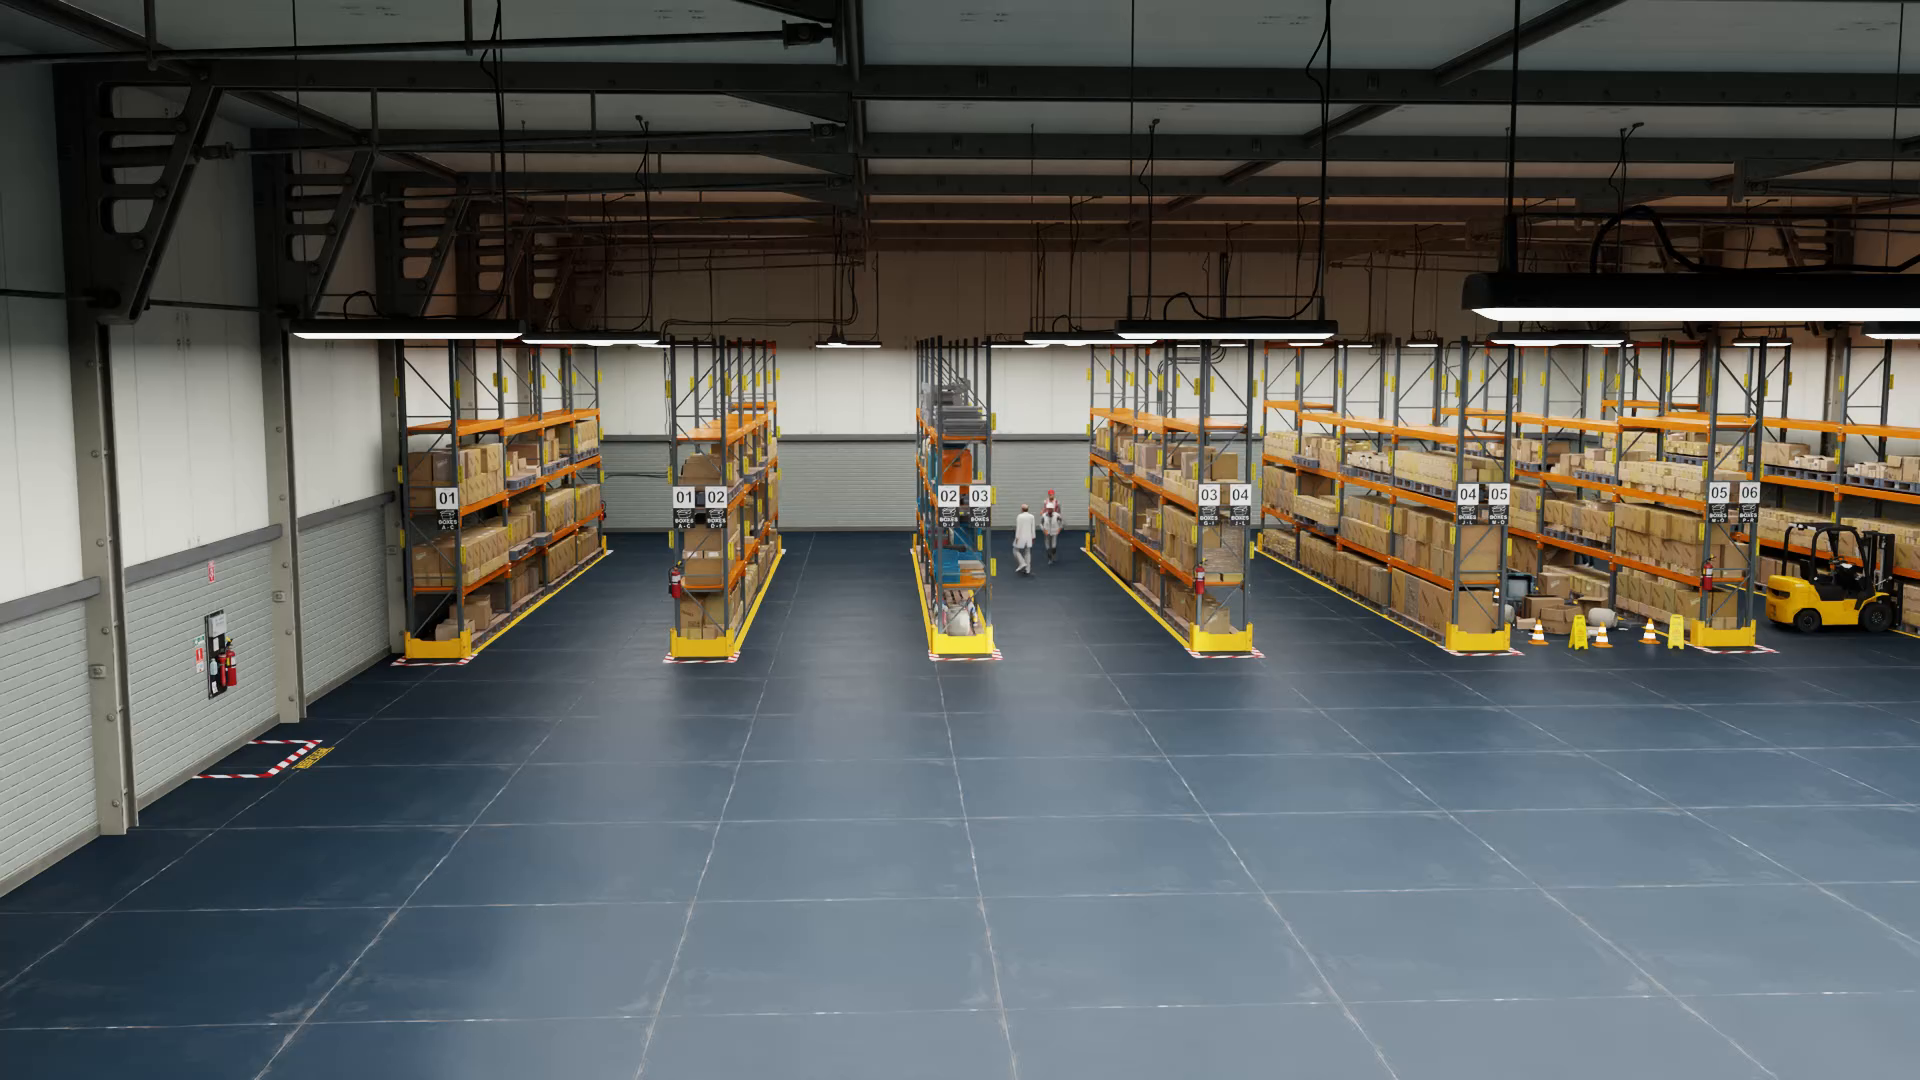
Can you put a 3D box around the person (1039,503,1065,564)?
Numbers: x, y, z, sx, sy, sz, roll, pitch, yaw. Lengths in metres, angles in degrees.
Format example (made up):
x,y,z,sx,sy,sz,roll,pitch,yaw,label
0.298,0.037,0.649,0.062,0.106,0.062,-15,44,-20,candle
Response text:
x,y,z,sx,sy,sz,roll,pitch,yaw,label
2.466,-0.181,44.662,0.693,1.678,0.733,1,7,8,person

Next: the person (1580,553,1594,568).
x,y,z,sx,sy,sz,roll,pitch,yaw,label
16.577,-0.030,43.792,0.438,1.622,0.440,-3,7,-28,person

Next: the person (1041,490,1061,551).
x,y,z,sx,sy,sz,roll,pitch,yaw,label
2.614,-0.587,47.796,0.600,1.724,1.067,0,6,0,person

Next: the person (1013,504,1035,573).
x,y,z,sx,sy,sz,roll,pitch,yaw,label
1.680,-0.013,42.941,0.638,1.726,0.532,-4,8,-32,person
